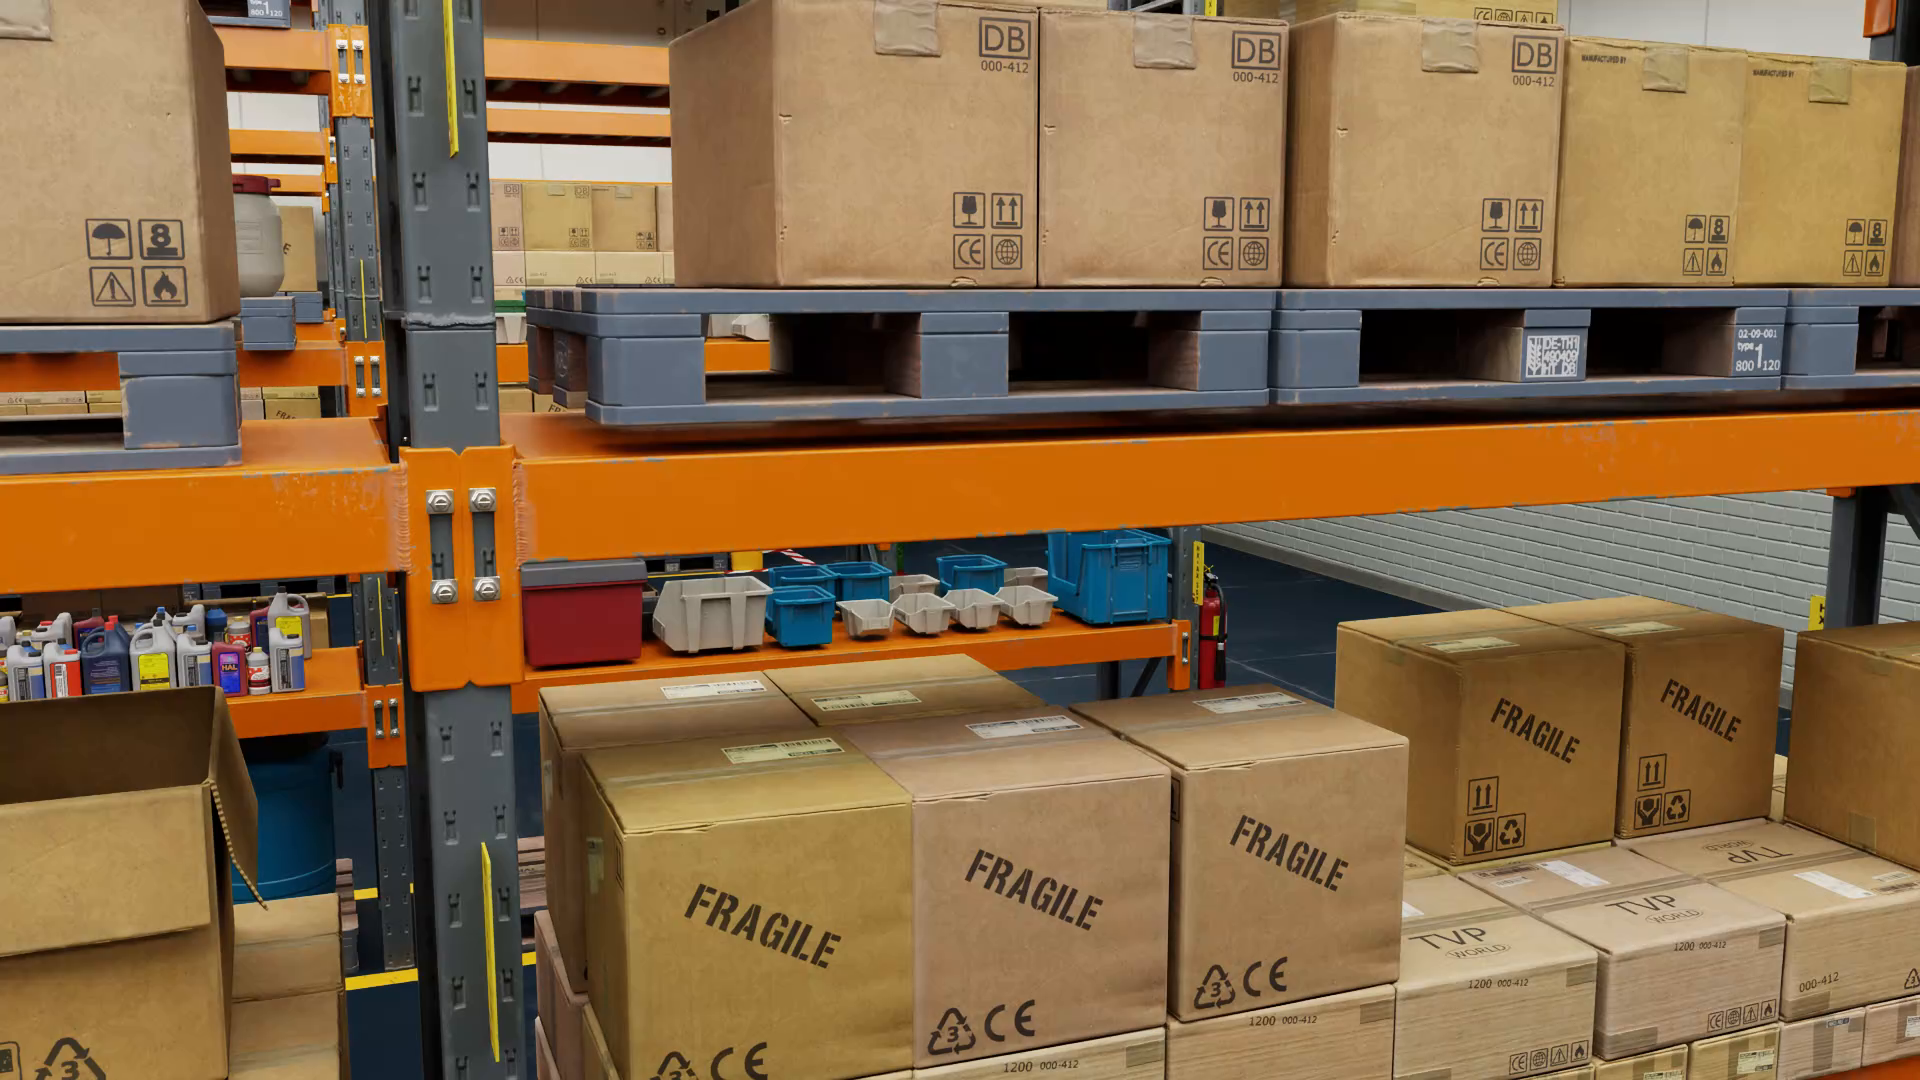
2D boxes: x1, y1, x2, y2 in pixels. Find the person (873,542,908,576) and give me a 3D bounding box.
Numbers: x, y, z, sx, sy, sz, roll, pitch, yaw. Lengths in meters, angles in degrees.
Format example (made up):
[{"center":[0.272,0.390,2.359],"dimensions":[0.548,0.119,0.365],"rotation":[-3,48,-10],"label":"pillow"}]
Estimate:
[{"center":[-0.710,-0.253,15.854],"dimensions":[0.567,1.781,0.715],"rotation":[-4,10,-26],"label":"person"}]
